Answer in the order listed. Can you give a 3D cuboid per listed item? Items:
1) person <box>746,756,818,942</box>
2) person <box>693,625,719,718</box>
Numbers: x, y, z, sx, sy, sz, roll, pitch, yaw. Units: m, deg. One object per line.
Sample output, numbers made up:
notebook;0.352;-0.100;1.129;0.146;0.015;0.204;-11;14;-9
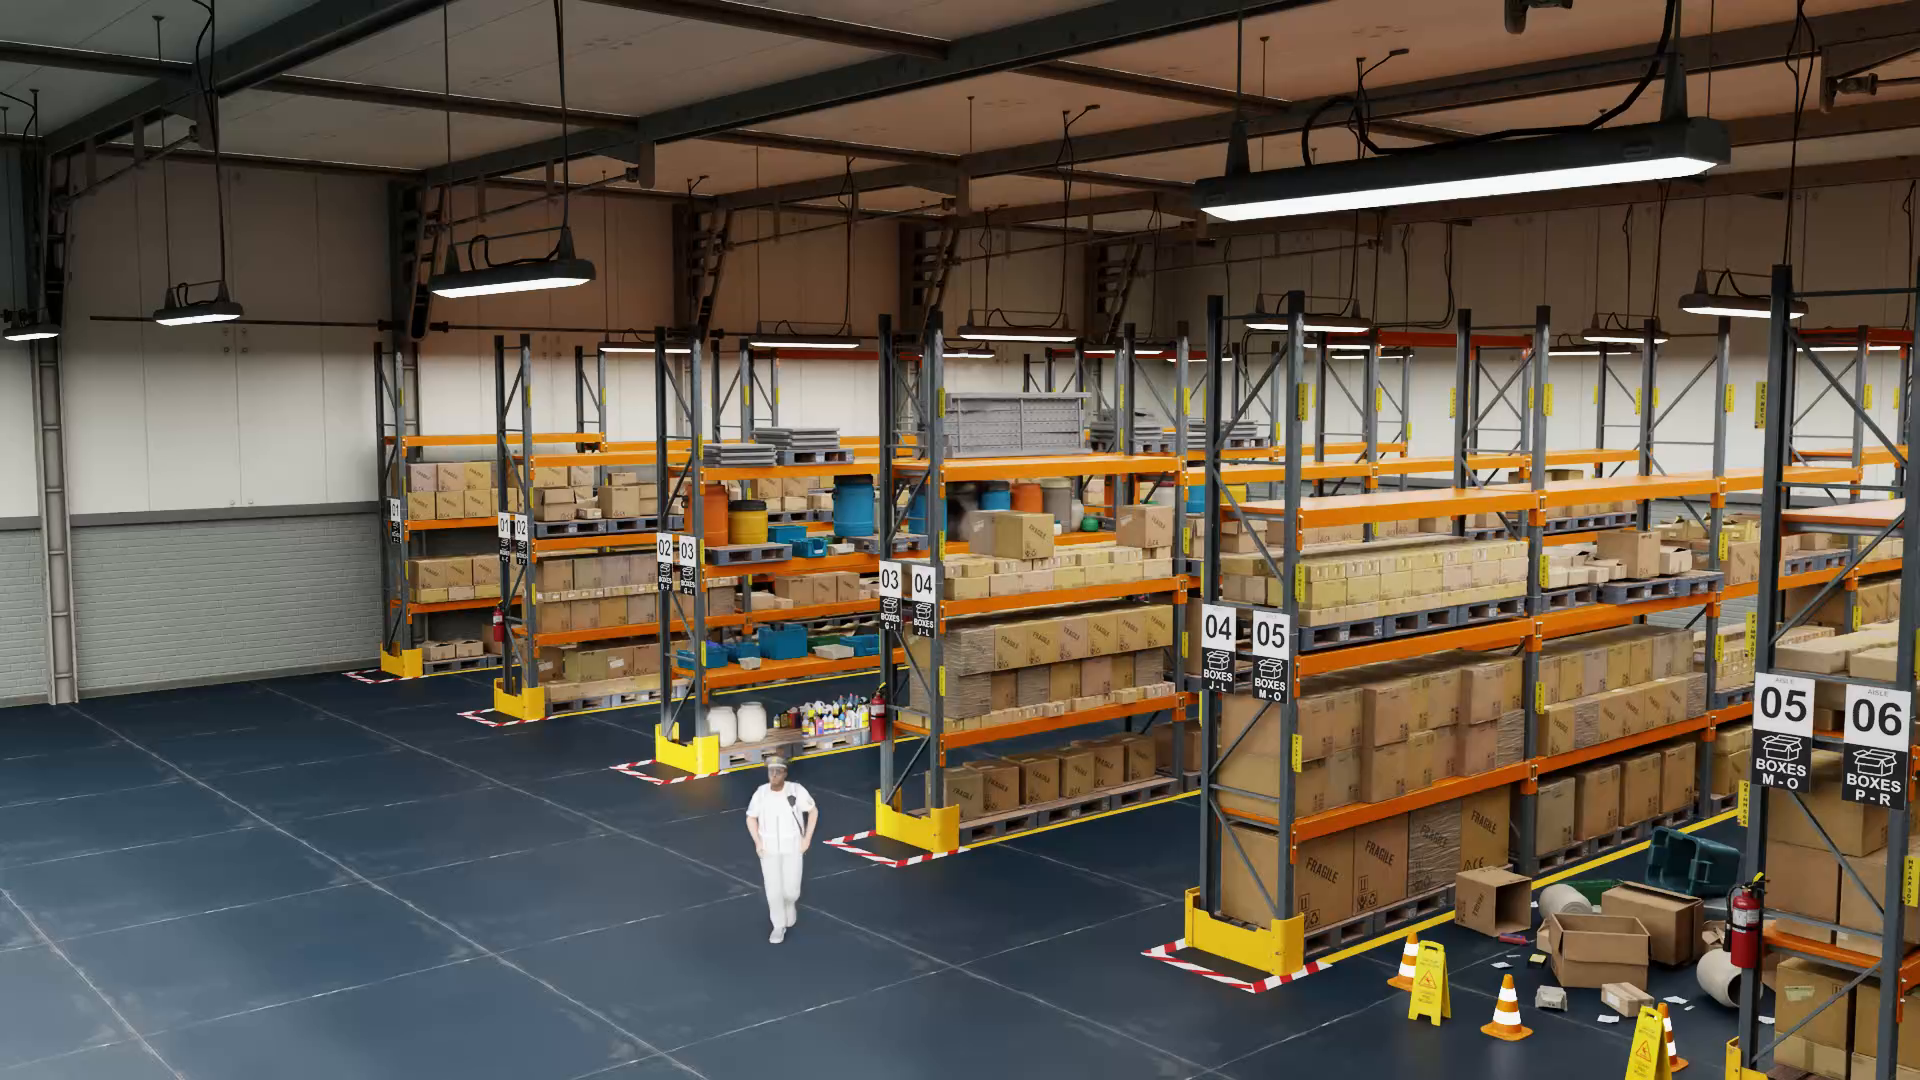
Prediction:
person;-1.680;2.885;15.619;0.666;1.747;0.535;0;5;0
person;-3.835;2.079;25.052;0.594;1.620;0.556;5;7;42
